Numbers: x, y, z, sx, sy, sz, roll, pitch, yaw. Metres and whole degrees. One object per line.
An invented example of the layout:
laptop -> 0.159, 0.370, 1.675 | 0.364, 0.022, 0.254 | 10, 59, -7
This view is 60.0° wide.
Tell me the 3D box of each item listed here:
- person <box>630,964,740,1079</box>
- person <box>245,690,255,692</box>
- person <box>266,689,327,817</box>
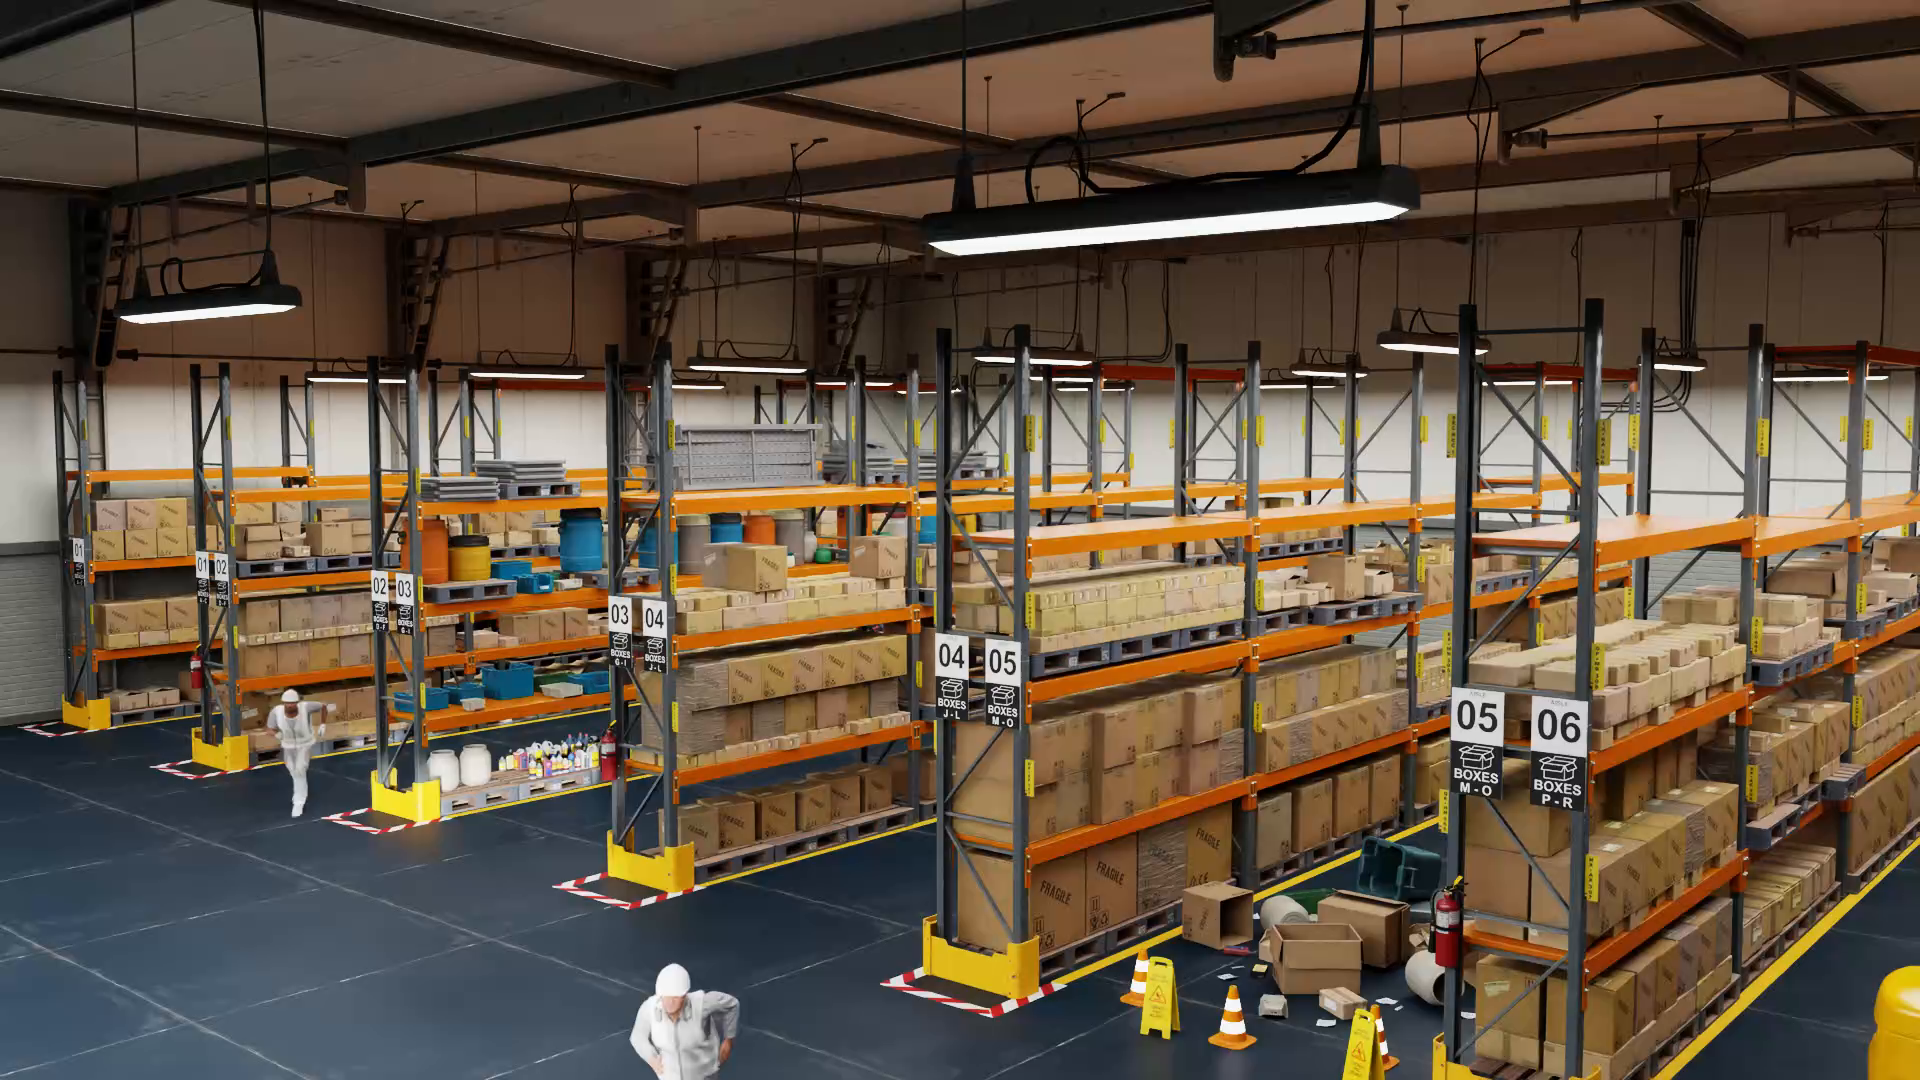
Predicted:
person -> -1.801, 3.555, 11.024 | 0.700, 1.730, 1.027 | 0, 4, 1
person -> -11.751, 2.399, 27.274 | 0.507, 1.624, 0.688 | 1, 4, 12
person -> -8.726, 2.772, 21.944 | 0.728, 1.723, 1.017 | -1, 4, -11
